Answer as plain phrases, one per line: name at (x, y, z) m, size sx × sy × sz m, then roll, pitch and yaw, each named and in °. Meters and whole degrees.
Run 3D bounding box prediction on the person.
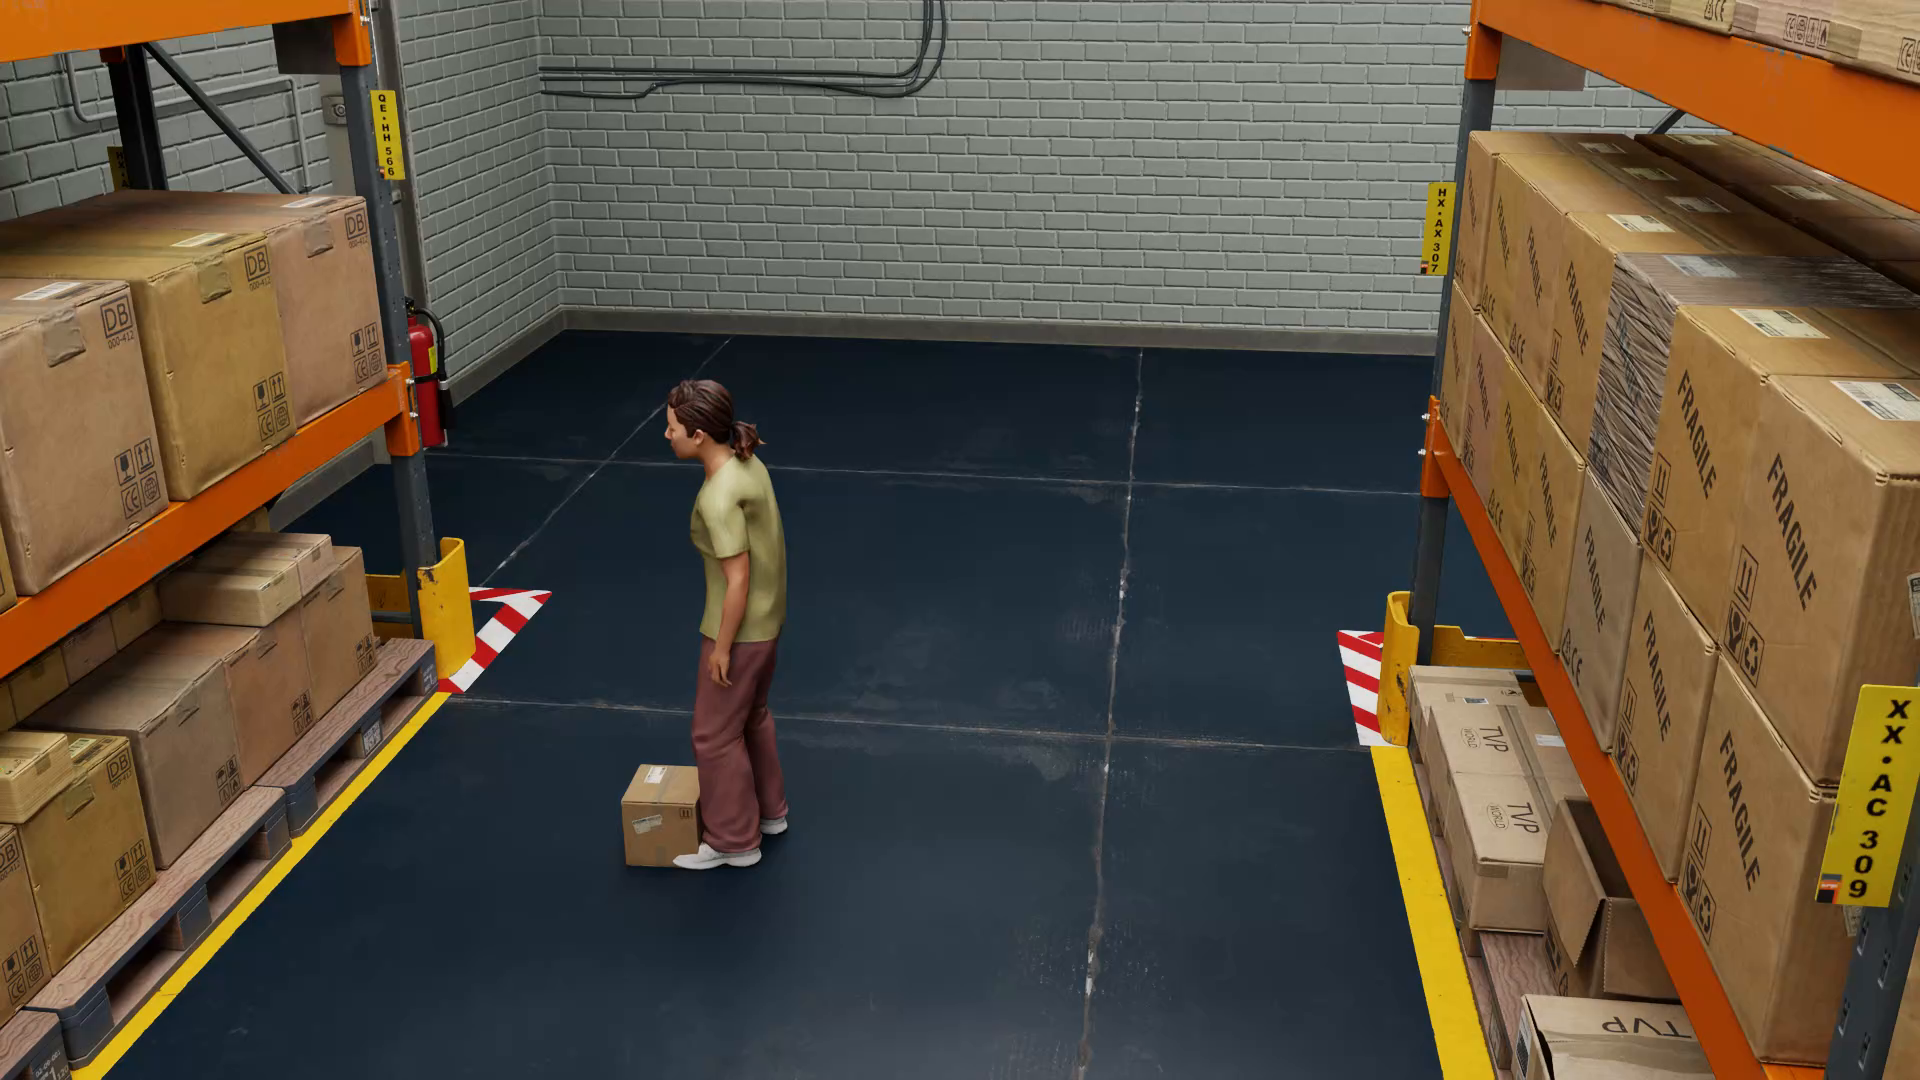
person at (-0.765, 0.282, 5.363) m, size 0.417 × 1.671 × 0.519 m, roll 1°, pitch 21°, yaw 3°
